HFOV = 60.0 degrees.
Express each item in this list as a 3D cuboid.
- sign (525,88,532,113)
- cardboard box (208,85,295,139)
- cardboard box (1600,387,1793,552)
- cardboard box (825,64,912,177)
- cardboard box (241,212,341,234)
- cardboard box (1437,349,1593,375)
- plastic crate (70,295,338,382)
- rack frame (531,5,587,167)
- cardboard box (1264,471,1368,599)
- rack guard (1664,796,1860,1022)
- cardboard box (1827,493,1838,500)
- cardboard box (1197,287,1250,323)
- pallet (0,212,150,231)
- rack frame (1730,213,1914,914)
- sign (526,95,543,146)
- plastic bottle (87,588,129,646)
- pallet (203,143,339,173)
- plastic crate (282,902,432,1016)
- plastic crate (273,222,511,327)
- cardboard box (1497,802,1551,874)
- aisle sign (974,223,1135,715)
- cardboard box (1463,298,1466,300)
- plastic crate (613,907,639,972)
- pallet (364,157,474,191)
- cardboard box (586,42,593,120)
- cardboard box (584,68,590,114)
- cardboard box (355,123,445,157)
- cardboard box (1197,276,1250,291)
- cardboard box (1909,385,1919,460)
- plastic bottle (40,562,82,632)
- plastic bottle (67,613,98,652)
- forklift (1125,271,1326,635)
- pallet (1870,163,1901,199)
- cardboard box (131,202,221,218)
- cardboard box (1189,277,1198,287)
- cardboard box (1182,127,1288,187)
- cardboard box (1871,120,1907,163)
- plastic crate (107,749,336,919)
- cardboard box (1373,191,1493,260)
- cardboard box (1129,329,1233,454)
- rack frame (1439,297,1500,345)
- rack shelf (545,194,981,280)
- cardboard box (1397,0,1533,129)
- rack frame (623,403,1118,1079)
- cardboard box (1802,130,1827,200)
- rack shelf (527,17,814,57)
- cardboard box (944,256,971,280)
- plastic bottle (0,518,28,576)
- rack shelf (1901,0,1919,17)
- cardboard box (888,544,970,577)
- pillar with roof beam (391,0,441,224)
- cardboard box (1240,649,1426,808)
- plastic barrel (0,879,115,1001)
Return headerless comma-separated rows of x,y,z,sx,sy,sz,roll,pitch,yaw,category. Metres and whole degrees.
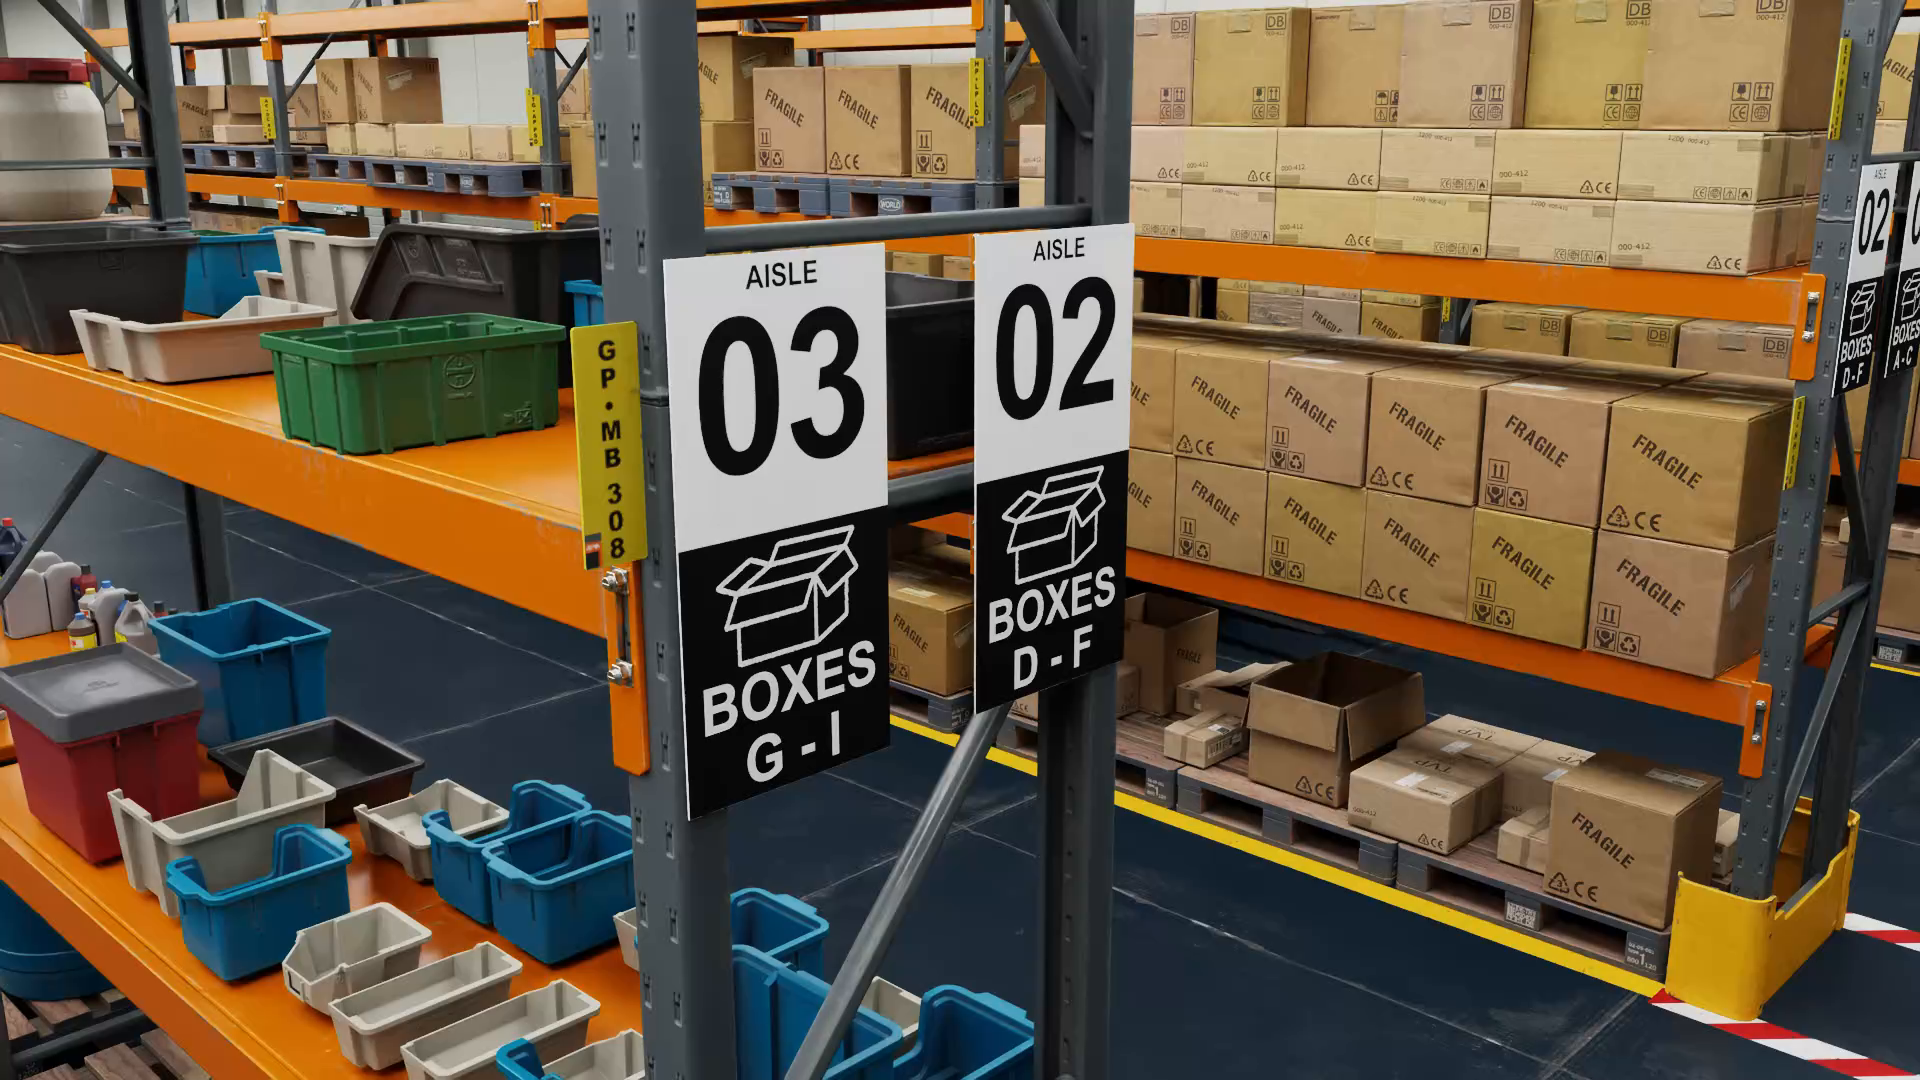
-5.115,-5.201,19.761,0.005,0.325,0.100,14,20,42,sign
-6.392,-3.909,15.220,0.797,0.503,0.637,-12,19,-38,cardboard box
2.833,-0.285,6.396,0.500,0.500,0.500,13,20,42,cardboard box
-0.344,-2.391,9.480,0.600,0.600,0.600,13,20,42,cardboard box
-5.983,-2.666,14.943,0.500,0.500,0.700,14,20,42,cardboard box
2.469,-0.561,7.456,0.500,0.500,0.500,14,20,43,cardboard box
-1.756,-0.467,3.849,0.530,0.136,0.437,14,20,42,plastic crate
-2.415,-4.028,11.044,0.127,3.000,1.000,14,20,42,rack frame
1.739,-0.069,7.549,0.500,0.500,0.500,13,20,41,cardboard box
3.289,1.471,6.794,0.348,0.500,1.175,14,20,42,rack guard
5.707,-0.228,11.195,0.250,0.149,0.380,14,20,43,cardboard box
2.300,-1.825,13.660,0.500,0.500,0.500,-14,20,-43,cardboard box
-3.608,-1.006,5.770,1.003,0.211,1.213,14,20,42,pallet
3.344,0.275,6.427,0.127,3.000,1.000,14,20,42,rack frame
-2.806,-2.766,10.966,0.005,0.325,0.100,14,20,42,sign
-3.308,0.319,6.504,0.135,0.276,0.152,14,20,42,plastic bottle
-5.926,-3.378,14.675,1.213,0.211,1.003,14,20,42,pallet
-1.451,1.016,3.987,0.250,0.136,0.298,14,20,42,plastic crate
-1.478,-0.665,4.320,0.530,0.282,0.437,14,20,42,plastic crate
2.553,1.296,7.257,0.250,0.166,0.380,14,20,42,cardboard box
0.161,-0.126,2.810,0.004,0.787,0.394,14,20,42,aisle sign
3.750,-2.017,12.911,0.500,0.250,0.500,-14,20,-42,cardboard box
-0.708,0.979,4.129,0.298,0.136,0.250,14,20,42,plastic crate
-3.773,-2.783,12.589,1.003,0.211,1.213,-13,20,-42,pallet
-2.105,-3.031,10.986,0.500,0.500,0.500,14,20,42,cardboard box
-3.927,-5.122,18.972,0.500,0.500,0.500,-14,20,-43,cardboard box
-4.460,-3.202,13.288,0.500,0.250,0.500,11,18,37,cardboard box
2.291,-2.195,13.590,0.500,0.250,0.500,13,20,41,cardboard box
6.406,-0.857,10.178,0.980,0.700,0.700,-13,20,-42,cardboard box
-3.712,0.221,6.880,0.135,0.276,0.152,14,20,42,plastic bottle
-3.382,0.381,6.414,0.097,0.201,0.097,0,15,0,plastic bottle
1.516,-0.963,11.314,1.130,2.935,3.031,-12,19,-38,forklift
6.238,-2.161,10.005,1.213,0.211,1.003,14,20,42,pallet
-7.809,-3.108,16.640,0.500,0.500,0.700,14,20,42,cardboard box
1.919,-2.283,13.929,0.500,0.250,0.500,14,20,43,cardboard box
1.355,-1.739,7.513,0.500,0.250,0.500,14,20,42,cardboard box
5.693,-2.426,10.112,0.500,0.250,0.500,13,19,40,cardboard box
-2.005,0.802,4.519,0.530,0.282,0.437,14,20,42,plastic crate
2.070,-1.321,6.900,0.500,0.250,0.500,14,20,42,cardboard box
0.980,-0.733,8.117,0.500,0.500,0.500,13,19,40,cardboard box
3.900,-1.325,12.567,0.127,3.000,1.000,14,20,42,rack frame
-0.975,-1.878,10.170,4.000,0.370,1.077,14,20,42,rack shelf
2.227,-1.967,6.900,0.500,0.500,0.700,14,20,42,cardboard box
-0.097,1.174,2.979,0.127,3.000,1.000,14,20,42,rack frame
3.155,-1.483,6.531,0.500,0.250,0.500,14,20,42,cardboard box
-3.298,-5.628,18.619,4.000,0.370,1.077,14,20,42,rack shelf
0.254,-2.459,15.851,0.500,0.500,0.700,11,18,37,cardboard box
-4.131,0.082,7.267,0.185,0.351,0.144,14,20,42,plastic bottle
5.340,-3.336,10.609,4.000,0.370,1.077,14,20,42,rack shelf
-0.106,0.352,10.219,0.500,0.500,0.500,14,20,43,cardboard box
-10.941,-6.631,21.035,0.400,9.000,9.100,14,20,42,pillar with roof beam
1.821,0.898,8.115,0.637,0.503,0.797,14,20,42,cardboard box
-3.356,1.187,6.255,0.708,0.901,0.600,14,20,42,plastic barrel
